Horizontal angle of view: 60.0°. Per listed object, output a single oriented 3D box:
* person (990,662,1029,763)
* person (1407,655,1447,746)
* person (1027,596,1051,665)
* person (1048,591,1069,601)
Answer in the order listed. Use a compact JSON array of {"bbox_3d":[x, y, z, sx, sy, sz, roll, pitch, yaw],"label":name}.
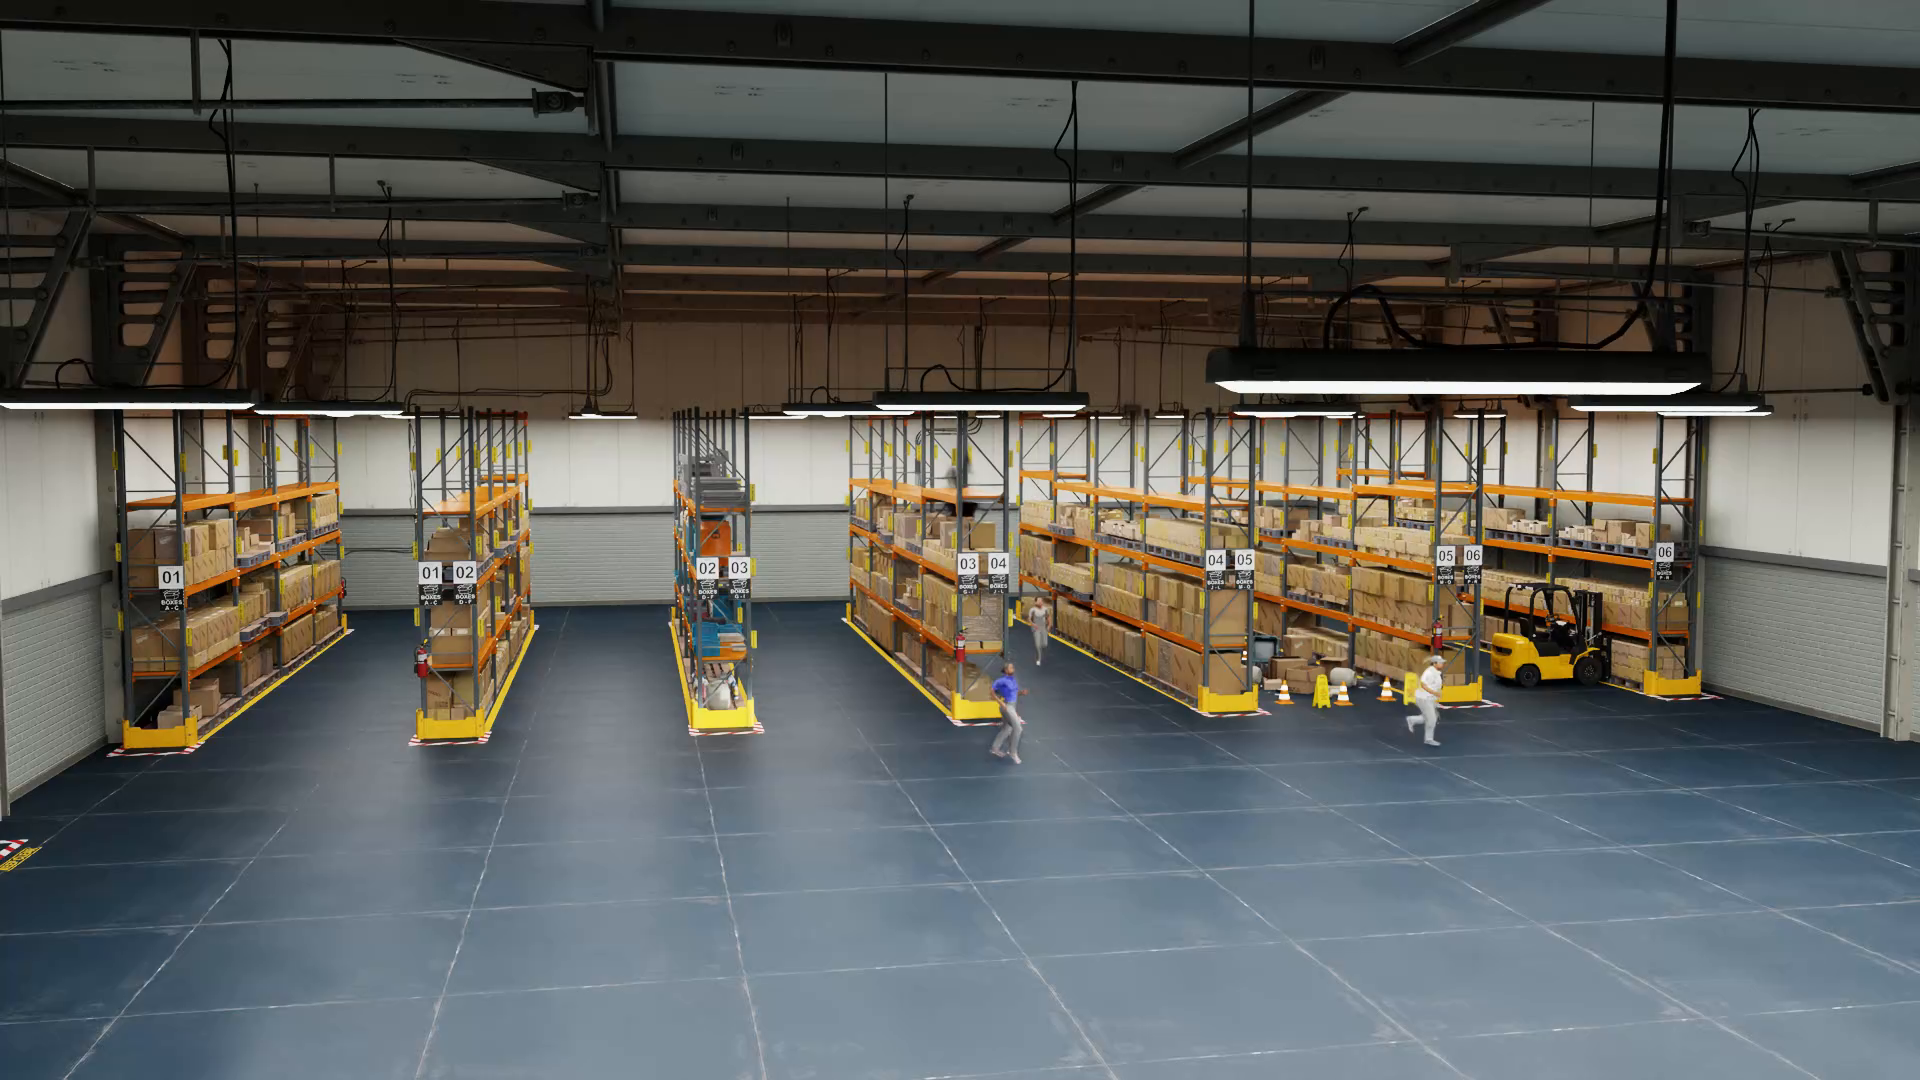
[{"bbox_3d":[0.829,2.914,28.069,0.693,1.702,0.555,1,4,19],"label":"person"},{"bbox_3d":[8.268,2.831,29.534,0.738,1.616,0.592,3,5,40],"label":"person"},{"bbox_3d":[1.879,2.125,39.240,0.596,1.630,0.588,-1,4,-14],"label":"person"},{"bbox_3d":[2.900,1.329,49.812,0.743,1.695,0.666,-1,4,-15],"label":"person"}]
